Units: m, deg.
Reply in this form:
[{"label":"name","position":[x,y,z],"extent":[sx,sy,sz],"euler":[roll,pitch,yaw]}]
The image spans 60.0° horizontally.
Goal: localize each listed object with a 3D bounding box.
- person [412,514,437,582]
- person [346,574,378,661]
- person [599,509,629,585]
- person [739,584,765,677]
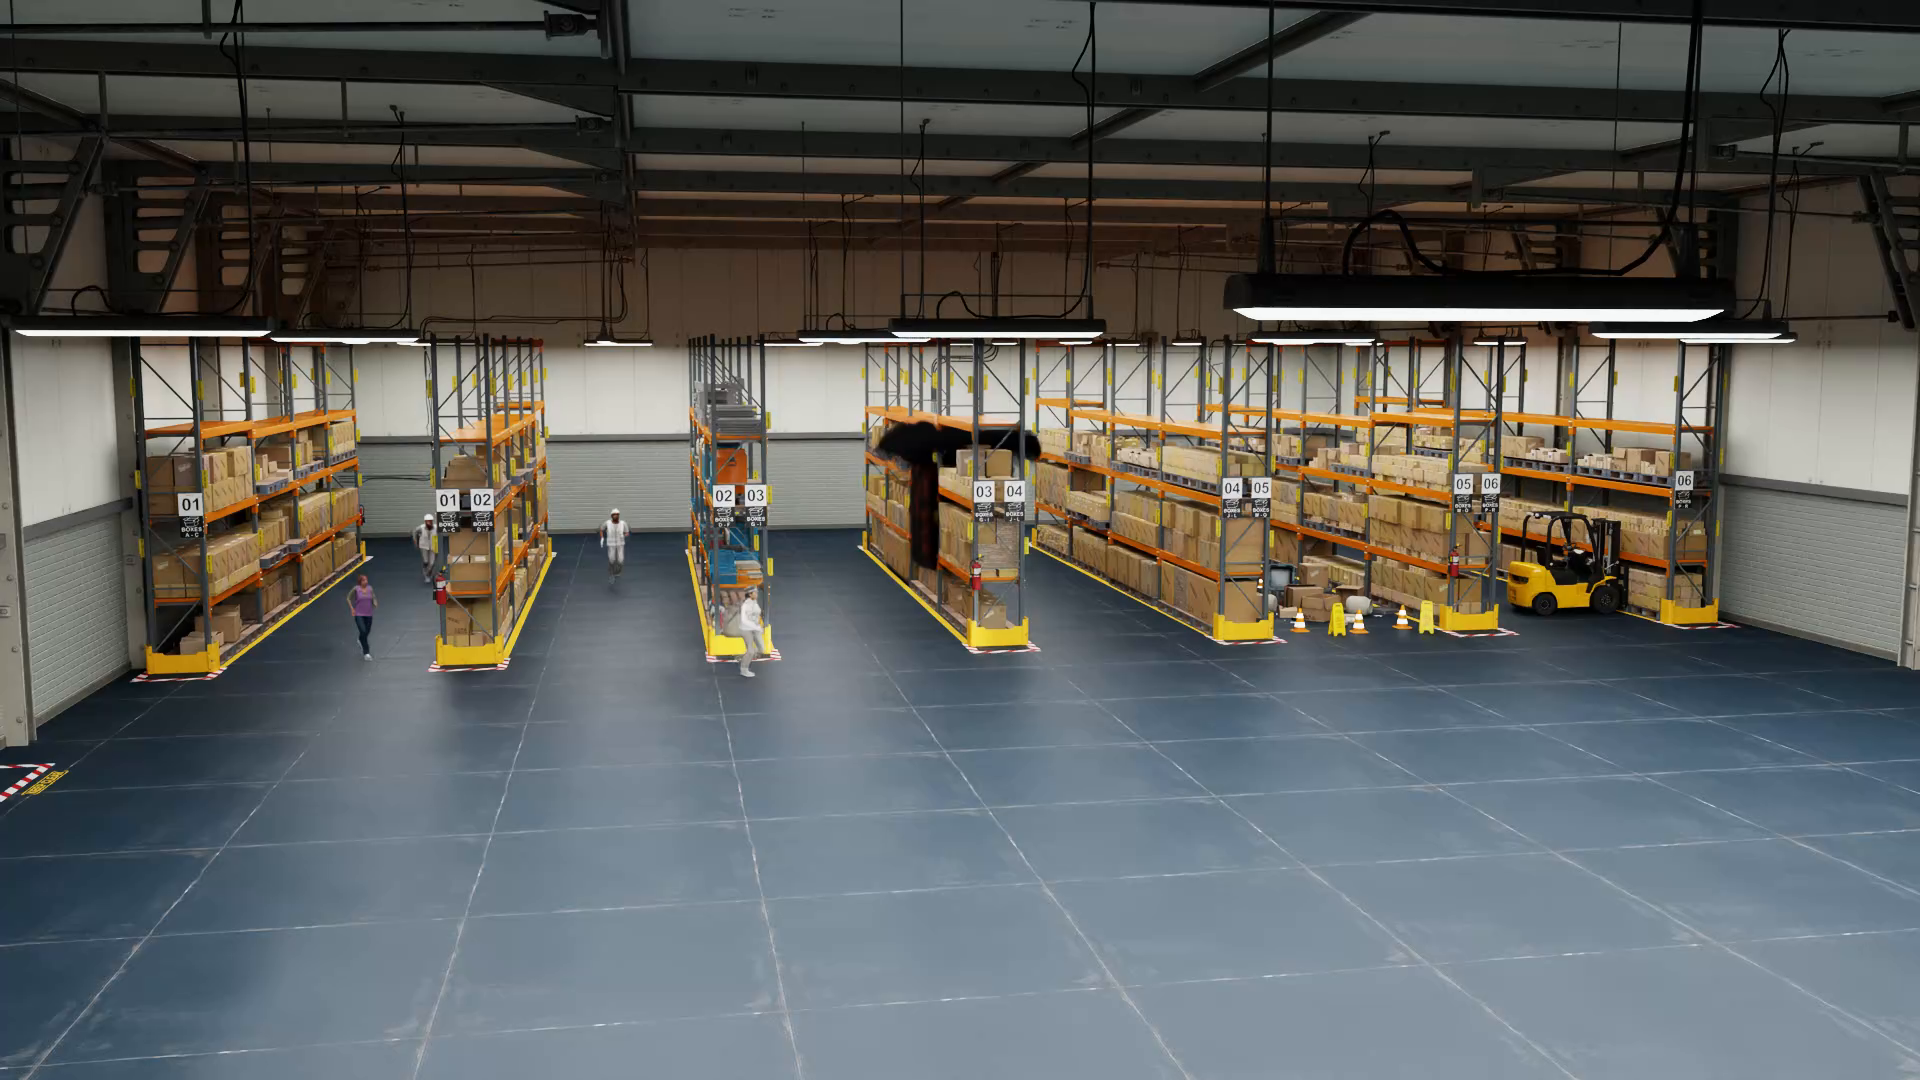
[{"label":"person","position":[-13.066,0.208,40.851],"extent":[0.657,1.698,0.729],"euler":[-3,7,-27]},{"label":"person","position":[-11.128,1.406,30.933],"extent":[0.519,1.594,0.832],"euler":[-5,8,-38]},{"label":"person","position":[-8.186,0.169,39.496],"extent":[0.680,1.814,0.669],"euler":[-2,7,-18]},{"label":"person","position":[-3.664,1.583,29.101],"extent":[0.524,1.643,0.612],"euler":[3,7,21]}]
